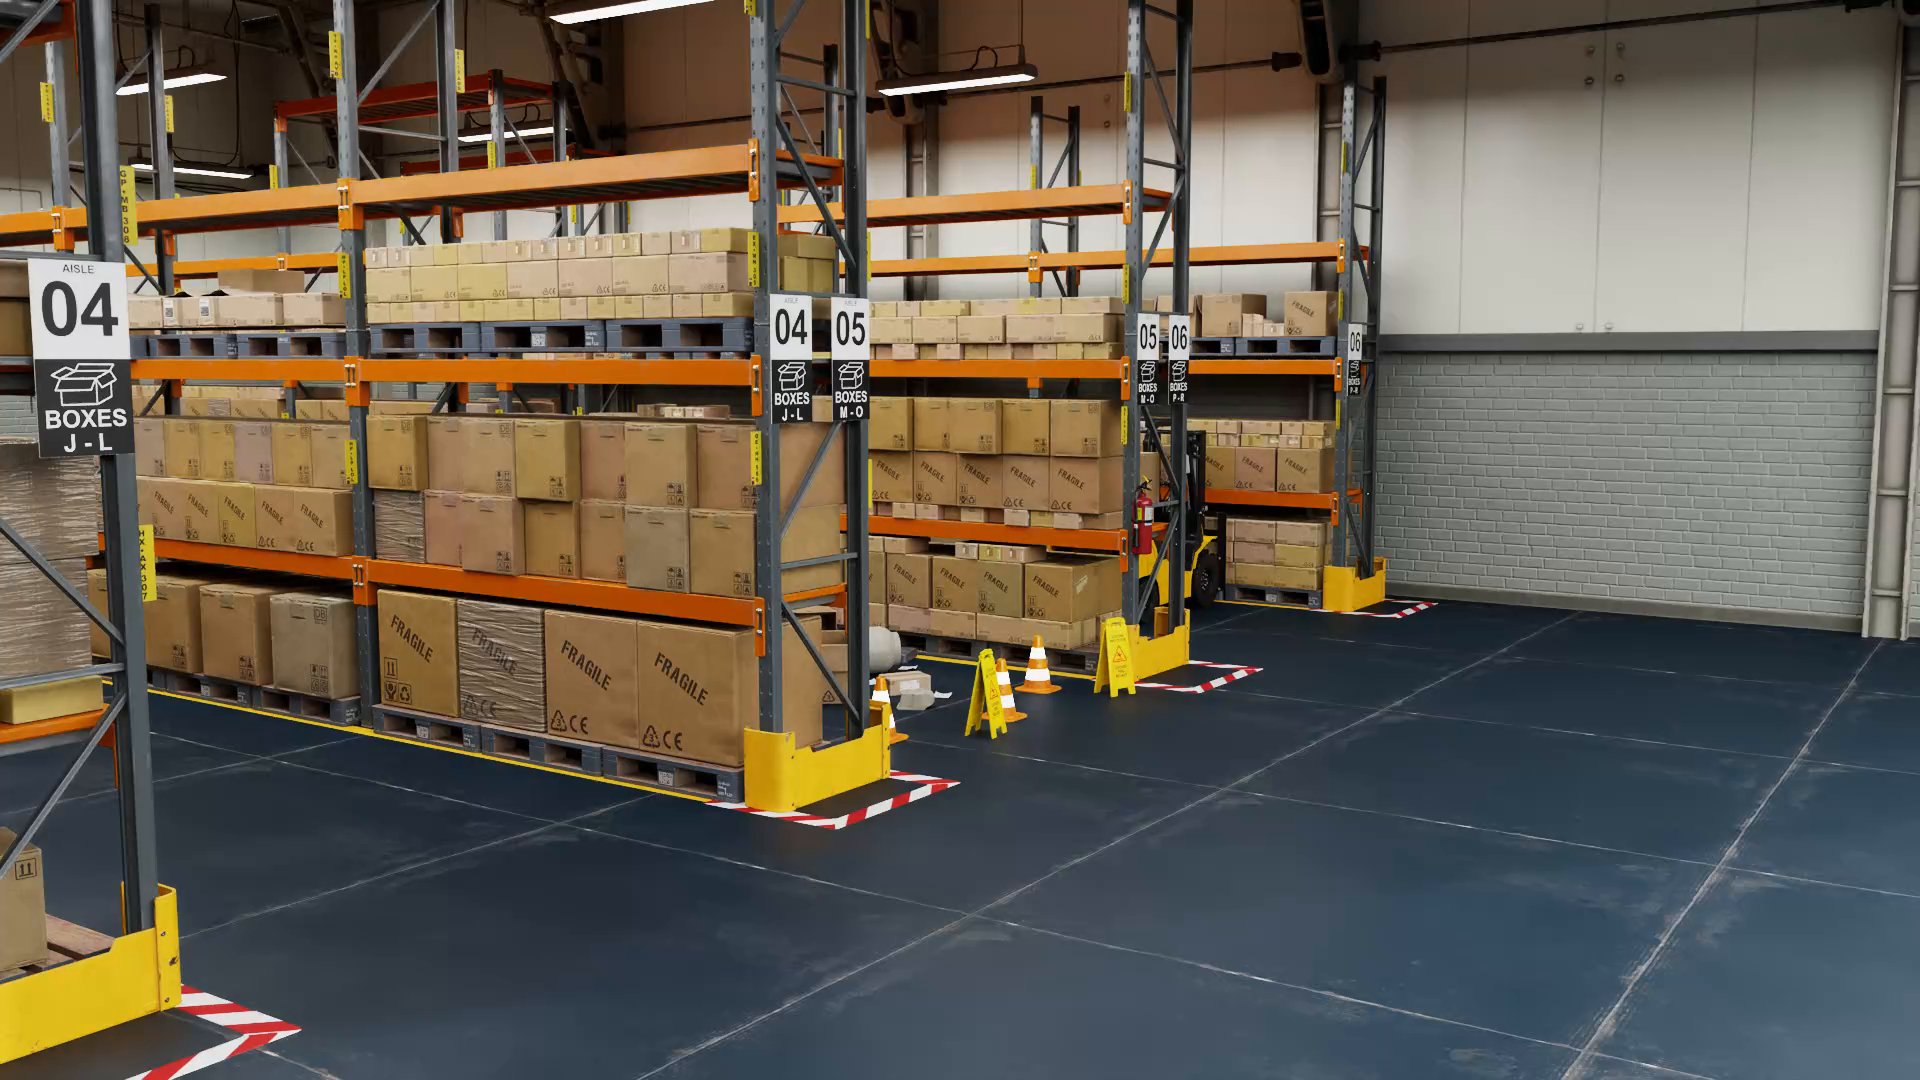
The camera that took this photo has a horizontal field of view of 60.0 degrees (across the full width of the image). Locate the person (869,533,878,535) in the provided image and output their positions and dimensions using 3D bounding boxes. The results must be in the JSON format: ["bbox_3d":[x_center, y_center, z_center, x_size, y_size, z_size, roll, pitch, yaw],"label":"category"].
[{"bbox_3d":[-0.941,-0.079,18.498,0.433,1.772,0.644,3,7,29],"label":"person"}]
